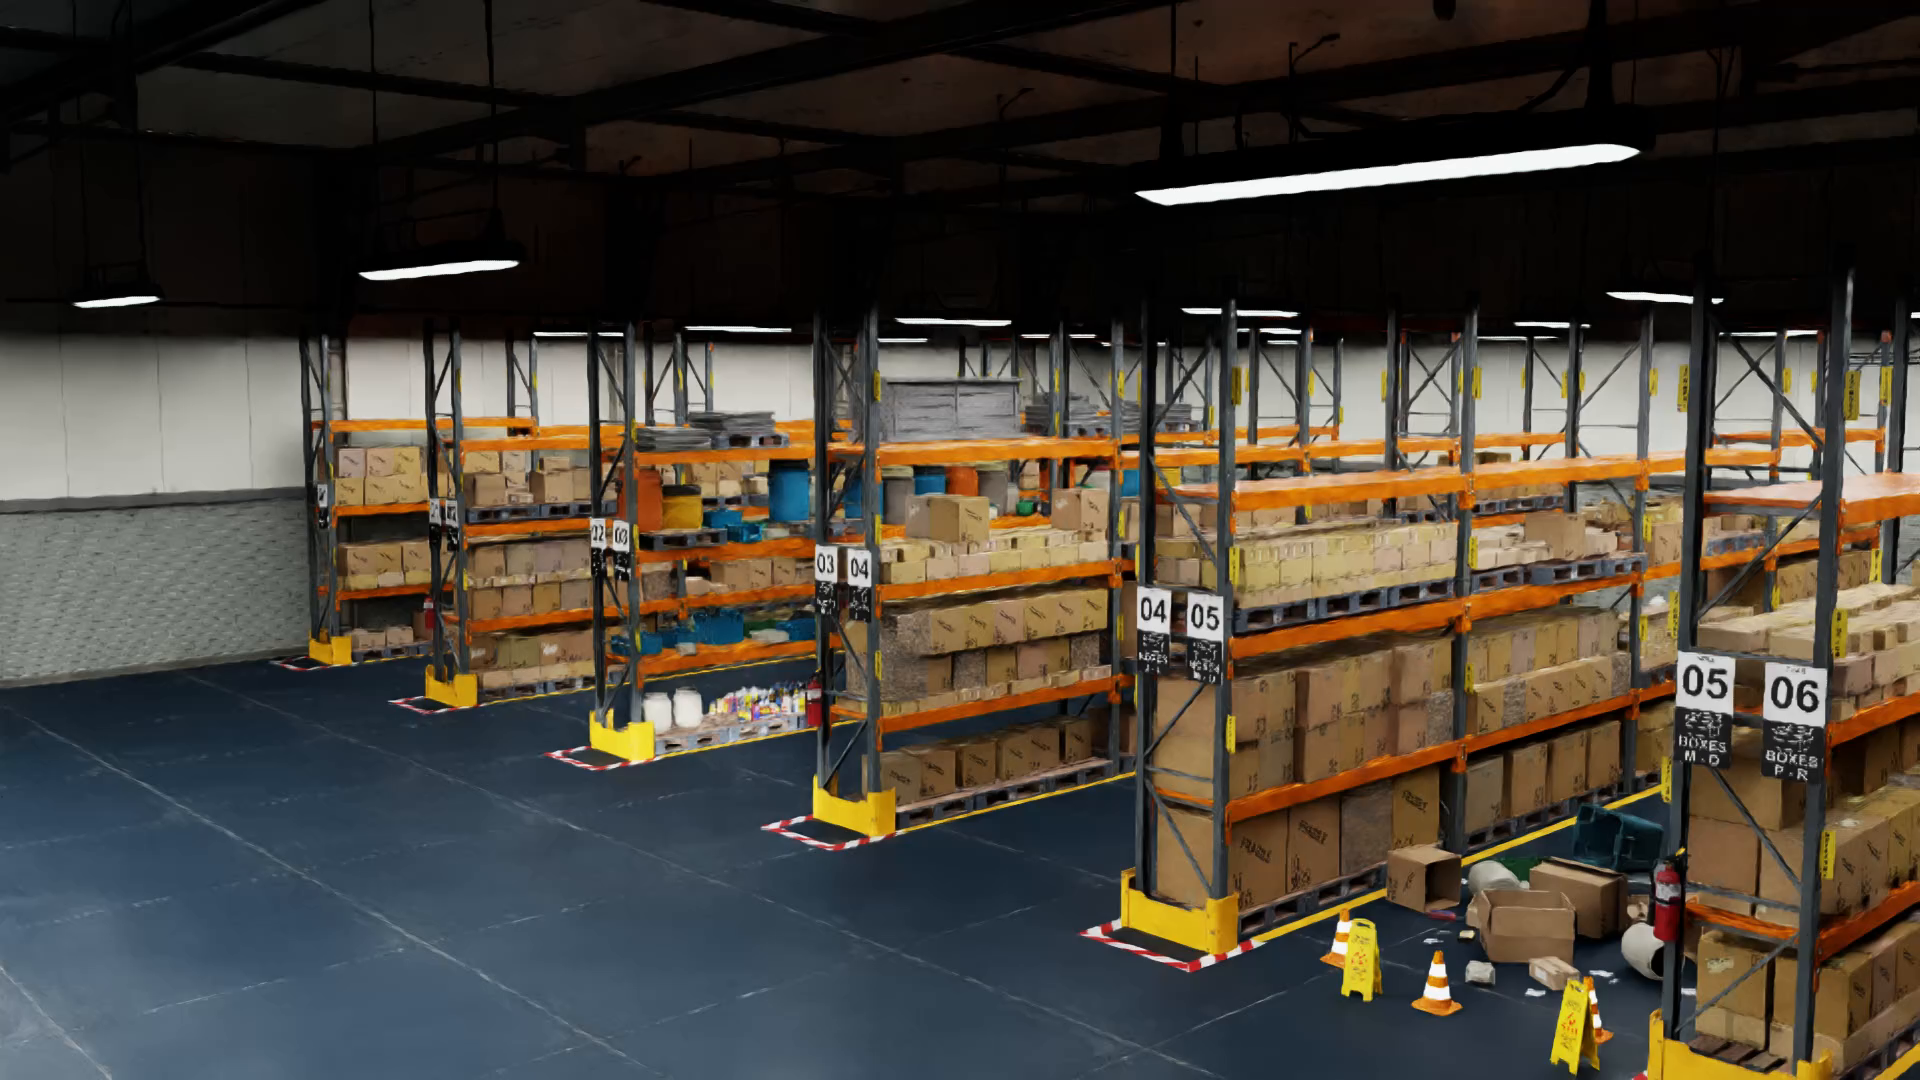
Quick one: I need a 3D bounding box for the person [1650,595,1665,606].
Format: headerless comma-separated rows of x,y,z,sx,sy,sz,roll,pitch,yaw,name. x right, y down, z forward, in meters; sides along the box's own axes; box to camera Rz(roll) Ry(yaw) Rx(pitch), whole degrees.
10.562,1.715,25.296,0.627,1.770,0.560,-1,6,-13,person
